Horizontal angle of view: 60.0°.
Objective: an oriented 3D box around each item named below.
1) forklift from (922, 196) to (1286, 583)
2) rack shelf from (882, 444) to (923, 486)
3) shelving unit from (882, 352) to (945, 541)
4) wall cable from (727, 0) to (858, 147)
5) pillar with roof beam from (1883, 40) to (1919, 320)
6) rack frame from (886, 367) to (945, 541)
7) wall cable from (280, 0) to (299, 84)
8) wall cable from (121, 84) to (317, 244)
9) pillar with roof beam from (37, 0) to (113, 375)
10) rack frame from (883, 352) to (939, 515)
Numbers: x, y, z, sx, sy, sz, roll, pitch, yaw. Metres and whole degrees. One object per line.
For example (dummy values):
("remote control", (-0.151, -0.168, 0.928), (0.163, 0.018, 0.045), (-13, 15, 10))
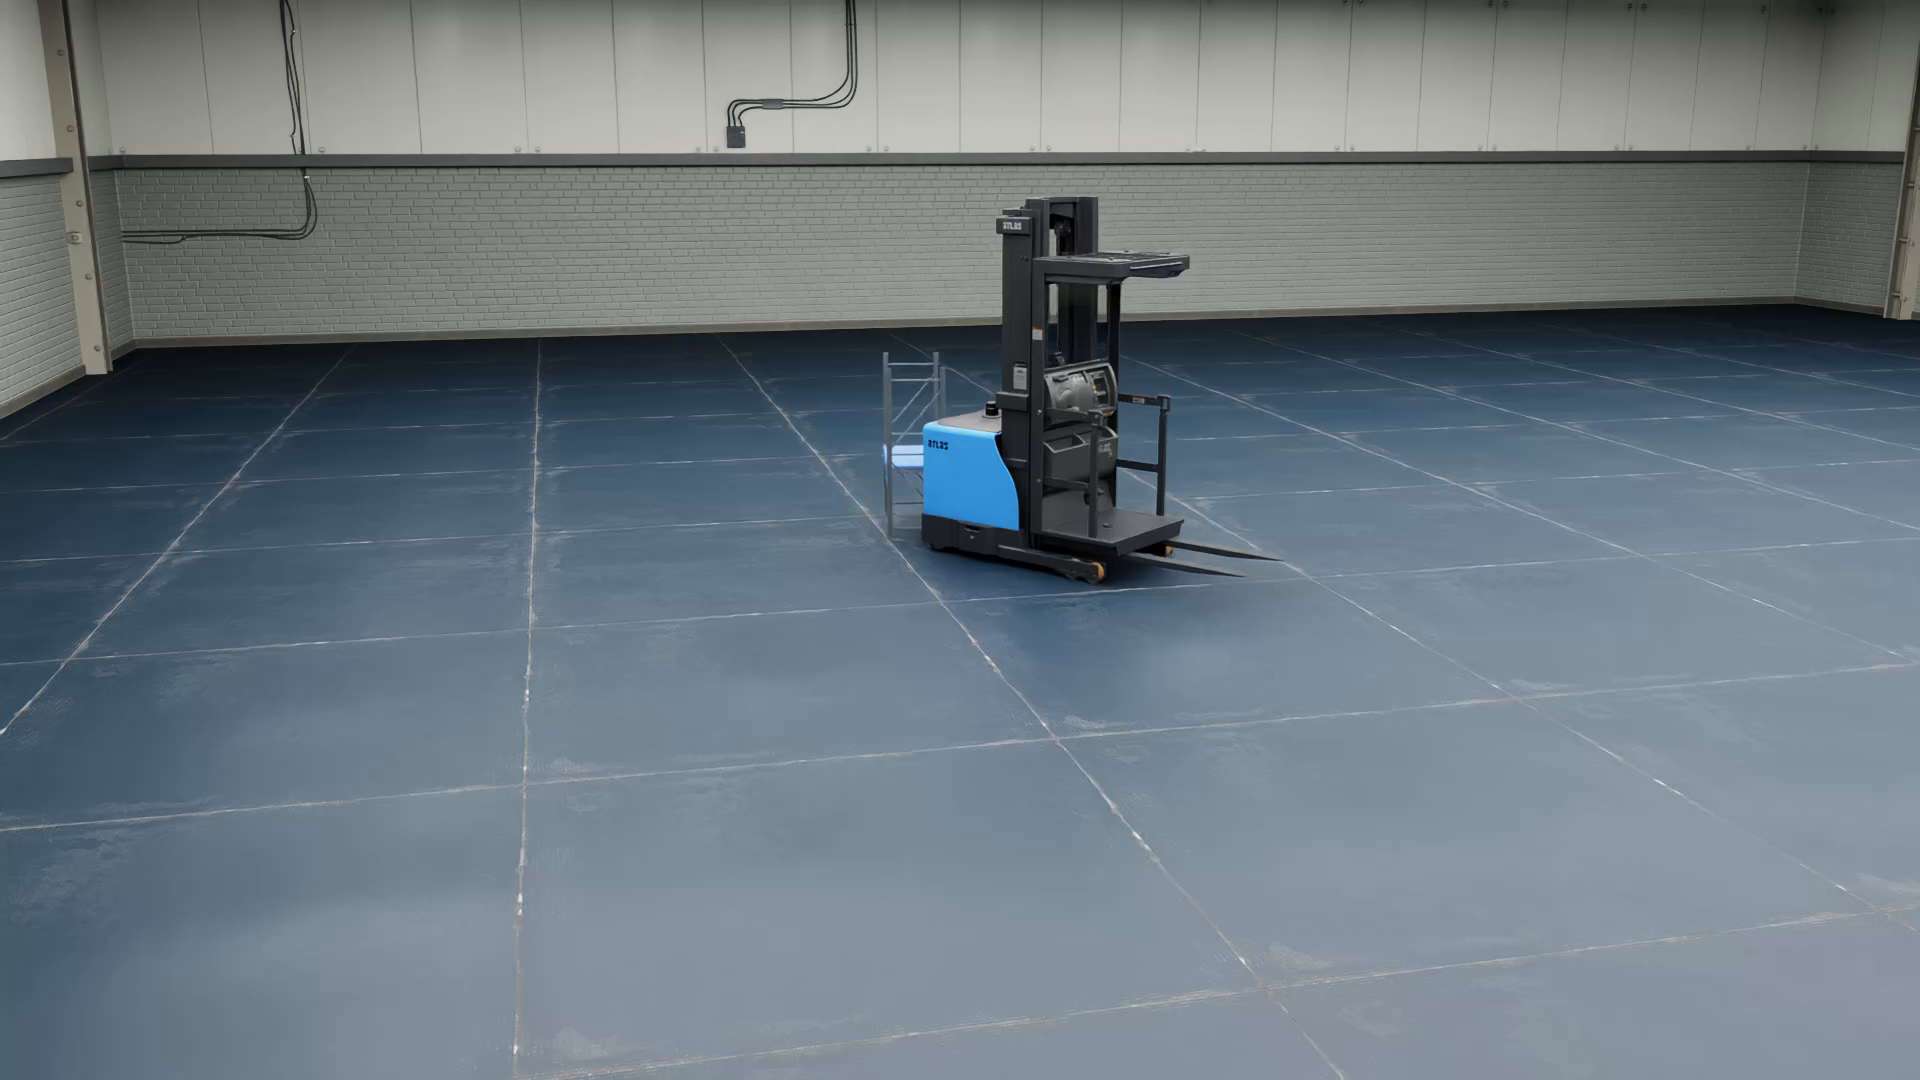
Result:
("forklift", (1.141, -1.225, 13.267), (3.031, 2.935, 1.130), (11, 17, 37))
("rack shelf", (-0.412, -0.676, 14.790), (0.538, 0.185, 1.000), (-1, 14, -4))
("shelving unit", (-0.412, -0.850, 14.747), (0.538, 1.500, 1.048), (-1, 14, -4))
("wall cable", (-2.897, -9.777, 28.318), (2.305, 6.003, 0.169), (-3, 14, -13))
("pillar with roof beam", (13.712, -8.362, 29.691), (9.100, 9.000, 0.400), (-3, 14, -13))
("rack frame", (-0.376, -0.730, 14.254), (0.500, 1.500, 0.032), (-1, 14, -4))
("wall cable", (-9.499, -8.695, 26.957), (3.097, 2.526, 0.112), (-3, 14, -13))
("wall cable", (-12.129, -6.091, 26.939), (3.097, 2.526, 0.112), (-3, 14, -13))
("pillar with roof beam", (-8.538, -7.086, 24.469), (9.100, 9.000, 0.400), (-3, 14, -13))
("rack frame", (-0.447, -0.971, 15.240), (0.500, 1.500, 0.032), (-1, 14, -4))
